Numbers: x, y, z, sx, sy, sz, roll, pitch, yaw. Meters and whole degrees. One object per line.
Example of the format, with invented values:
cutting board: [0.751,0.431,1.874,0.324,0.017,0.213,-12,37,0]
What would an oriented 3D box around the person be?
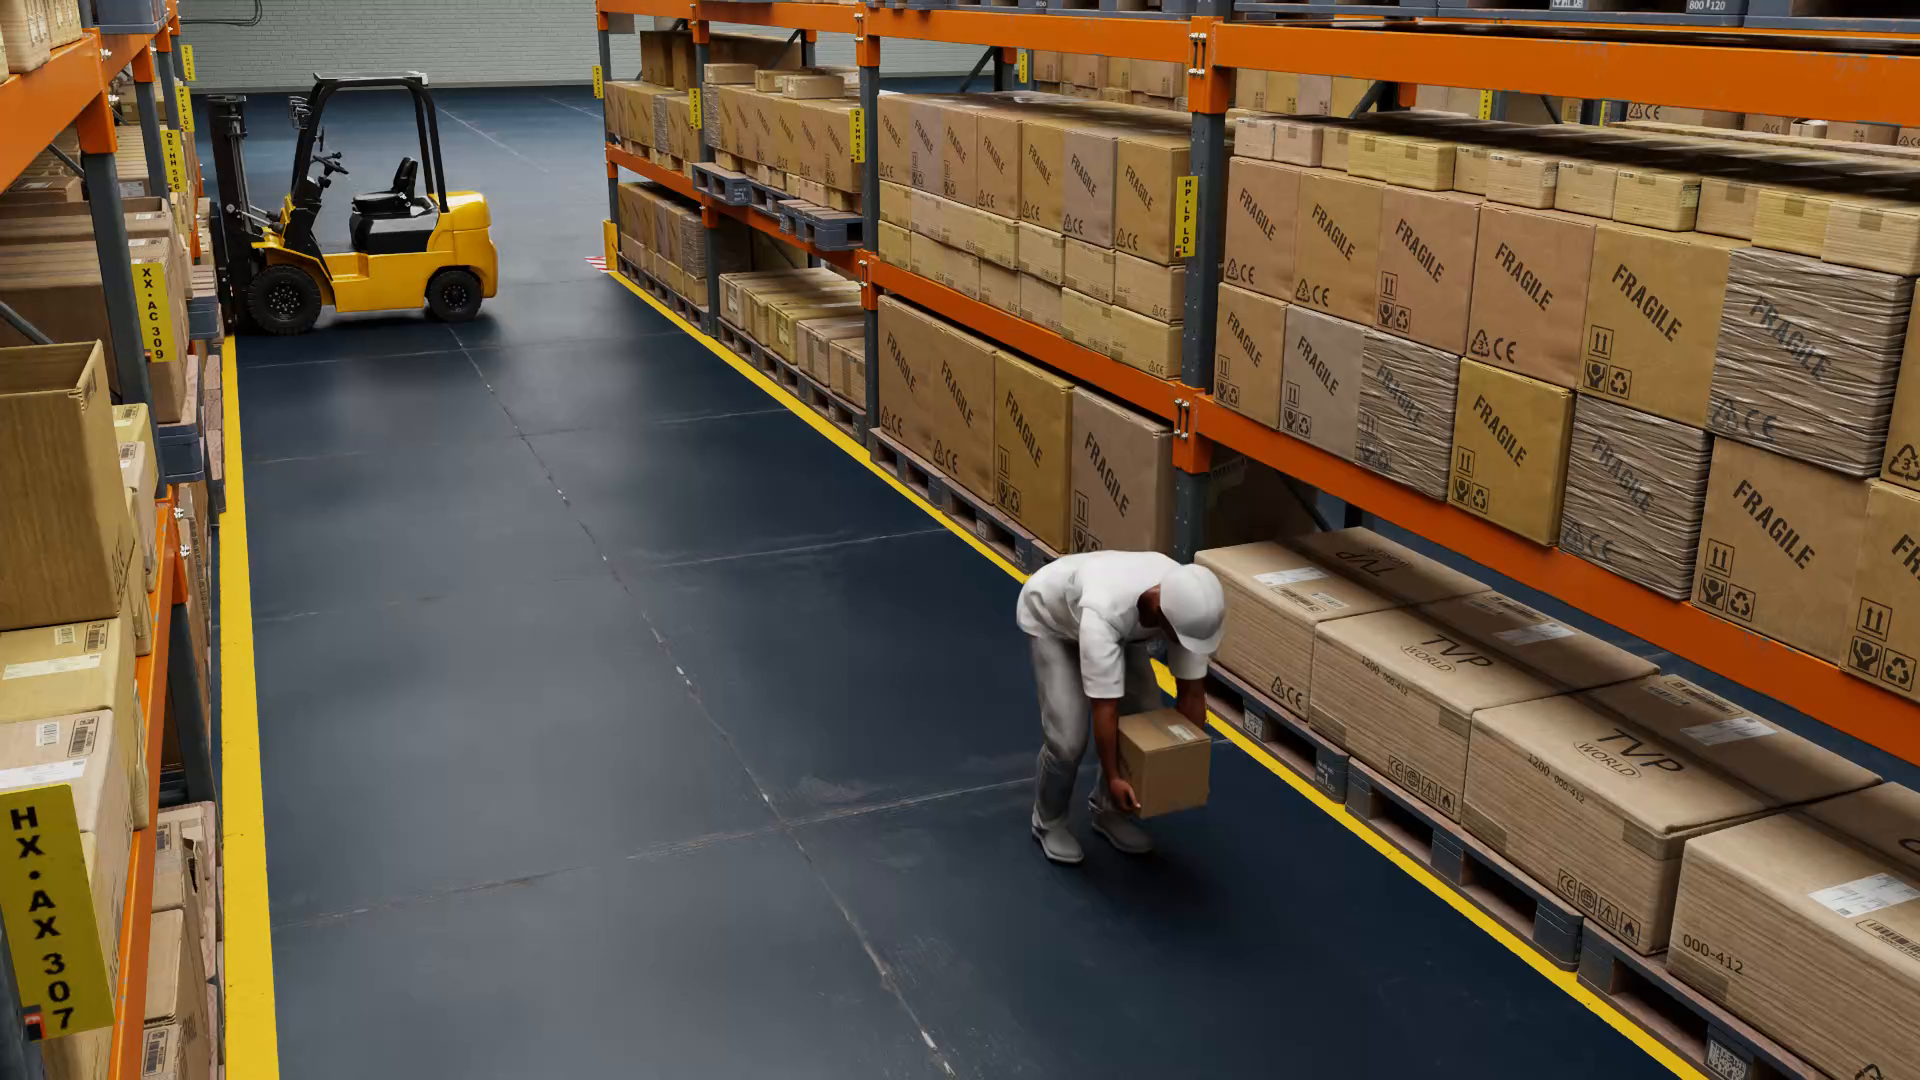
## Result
person: [0.567,0.561,5.696,0.500,1.232,0.945,-9,21,-26]
